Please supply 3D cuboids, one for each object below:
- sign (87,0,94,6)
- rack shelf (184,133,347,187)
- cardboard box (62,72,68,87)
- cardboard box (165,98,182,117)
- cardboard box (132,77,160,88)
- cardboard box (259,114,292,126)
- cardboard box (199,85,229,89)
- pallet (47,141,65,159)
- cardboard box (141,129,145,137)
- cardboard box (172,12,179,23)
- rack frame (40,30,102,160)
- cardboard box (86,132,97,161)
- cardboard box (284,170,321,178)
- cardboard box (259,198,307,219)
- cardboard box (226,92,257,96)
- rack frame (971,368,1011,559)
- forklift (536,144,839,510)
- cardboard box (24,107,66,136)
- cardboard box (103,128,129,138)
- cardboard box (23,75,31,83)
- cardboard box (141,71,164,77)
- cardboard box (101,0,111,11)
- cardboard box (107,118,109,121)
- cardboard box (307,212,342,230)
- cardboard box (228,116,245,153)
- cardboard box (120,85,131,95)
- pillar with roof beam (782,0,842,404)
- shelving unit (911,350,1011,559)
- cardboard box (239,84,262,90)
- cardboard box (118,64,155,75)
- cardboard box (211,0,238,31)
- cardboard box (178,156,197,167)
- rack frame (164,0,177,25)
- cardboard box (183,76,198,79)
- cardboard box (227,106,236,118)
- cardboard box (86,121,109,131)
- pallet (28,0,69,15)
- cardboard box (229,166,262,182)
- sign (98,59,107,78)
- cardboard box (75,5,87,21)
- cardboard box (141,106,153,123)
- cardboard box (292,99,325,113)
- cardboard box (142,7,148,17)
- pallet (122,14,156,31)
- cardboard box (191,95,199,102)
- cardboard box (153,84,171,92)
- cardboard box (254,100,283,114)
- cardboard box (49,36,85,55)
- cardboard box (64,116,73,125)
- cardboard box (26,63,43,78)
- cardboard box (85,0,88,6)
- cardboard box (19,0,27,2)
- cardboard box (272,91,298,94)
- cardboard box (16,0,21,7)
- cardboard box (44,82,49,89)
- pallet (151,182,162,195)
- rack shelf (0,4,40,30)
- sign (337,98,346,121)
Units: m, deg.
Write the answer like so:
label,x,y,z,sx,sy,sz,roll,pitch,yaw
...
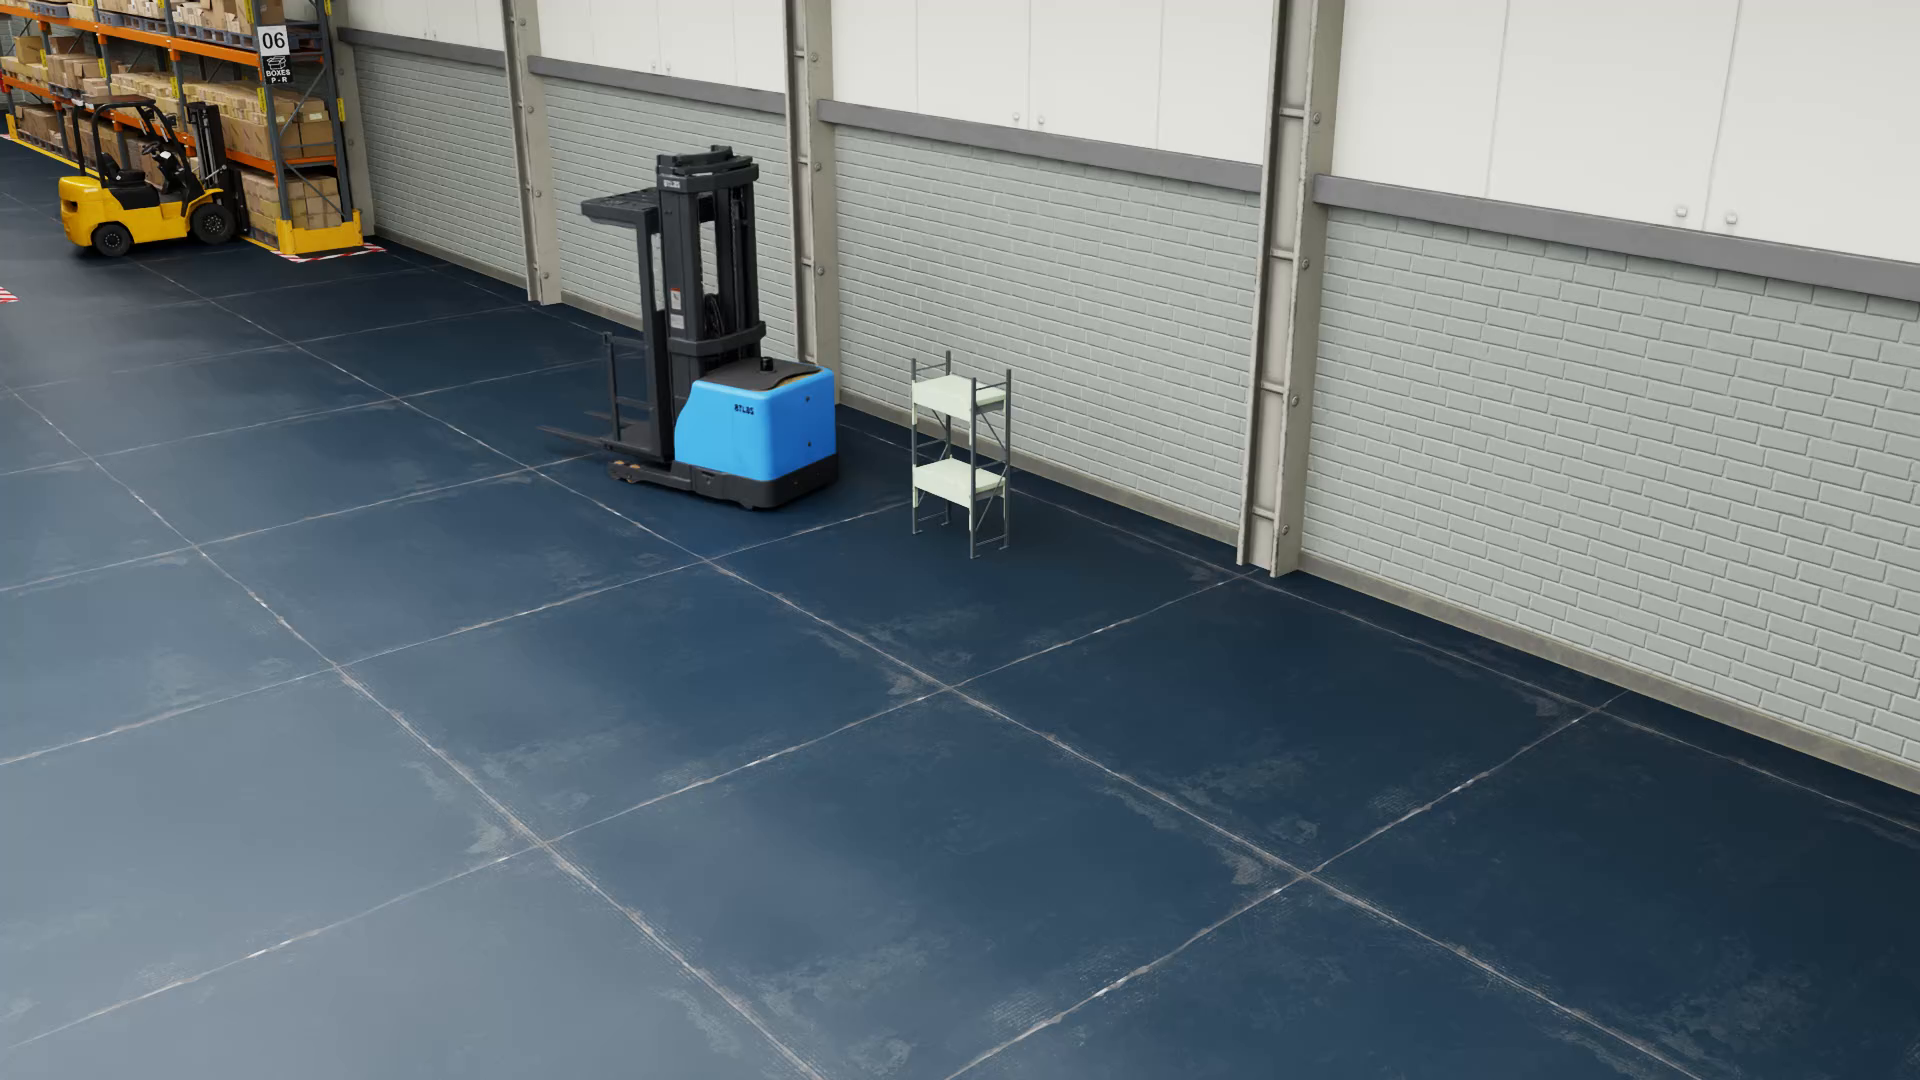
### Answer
label,x,y,z,sx,sy,sz,roll,pitch,yaw
sign,-15.170,-9.478,28.975,0.100,0.325,0.005,-17,27,-37
rack shelf,-10.841,-5.977,25.844,1.077,0.370,4.000,-17,27,-37
cardboard box,-16.752,-8.733,31.501,0.396,0.266,0.258,-16,26,-35
cardboard box,-12.660,-7.102,27.250,0.500,0.250,0.500,-18,28,-39
cardboard box,-14.043,-7.890,28.715,0.380,0.149,0.250,-17,27,-37
cardboard box,-9.974,-6.137,24.239,0.380,0.149,0.250,-17,27,-37
cardboard box,-11.750,-7.074,26.223,0.380,0.149,0.250,-18,28,-38
pallet,-17.816,-7.966,33.760,1.003,0.211,1.213,-17,27,-37
cardboard box,-15.015,-7.601,30.967,0.380,0.149,0.250,-16,27,-36
cardboard box,-12.083,-8.190,26.026,0.380,0.149,0.250,-17,27,-36
rack frame,-17.368,-9.075,32.766,1.000,3.000,0.127,-17,27,-37
cardboard box,-16.212,-7.491,31.574,0.500,0.500,0.500,-19,28,-39
cardboard box,-10.034,-5.455,25.349,0.500,0.250,0.500,-17,27,-37
cardboard box,-10.090,-4.967,24.789,0.500,0.250,0.500,-18,28,-38
cardboard box,-10.934,-6.718,25.314,0.380,0.149,0.250,-17,27,-37
rack frame,0.243,-0.595,13.174,0.400,1.500,0.023,-17,27,-37
forklift,-2.600,-2.022,14.854,3.031,2.935,1.130,14,25,31
cardboard box,-19.123,-8.775,34.852,0.700,0.500,0.500,-16,27,-35
cardboard box,-15.612,-7.531,30.787,0.380,0.149,0.250,-19,28,-39
cardboard box,-18.982,-9.471,34.123,0.380,0.149,0.250,-17,27,-36
cardboard box,-14.392,-8.277,29.702,0.380,0.149,0.250,-16,27,-36
cardboard box,-14.469,-9.397,28.626,0.500,0.500,0.500,-17,27,-37
cardboard box,-16.381,-8.174,32.430,0.380,0.149,0.250,-19,28,-40
cardboard box,-9.708,-4.857,25.192,0.500,0.250,0.500,-17,27,-37
cardboard box,-10.722,-6.166,25.204,0.500,0.500,0.500,-18,28,-38
cardboard box,-14.327,-7.813,29.066,0.500,0.250,0.500,-16,27,-36
pillar with roof beam,-4.735,-4.619,13.165,9.100,9.000,0.400,-17,27,-37
shelving unit,0.004,-0.697,13.432,0.431,1.500,0.755,-17,27,-37
cardboard box,-11.183,-7.132,26.372,0.380,0.149,0.250,-18,28,-38
cardboard box,-14.975,-8.391,30.308,0.500,0.500,0.500,-16,26,-35
cardboard box,-10.602,-7.816,24.589,0.700,0.500,0.500,-17,27,-37
cardboard box,-12.495,-6.096,27.841,0.875,0.625,0.625,-16,26,-35
rack frame,-12.146,-9.658,26.029,1.000,3.000,0.127,-17,27,-37
cardboard box,-13.462,-7.954,28.878,0.380,0.149,0.250,-18,28,-38
cardboard box,-10.830,-6.486,25.129,0.380,0.149,0.250,-17,27,-37
cardboard box,-16.436,-7.900,31.730,0.380,0.149,0.250,-16,27,-36
pallet,-16.996,-10.187,31.751,1.213,0.211,1.003,-17,27,-37
cardboard box,-11.072,-5.612,25.748,0.500,0.250,0.500,-18,28,-38
sign,-15.162,-8.340,29.412,0.100,0.325,0.005,-17,27,-37
cardboard box,-15.605,-9.519,29.994,0.500,0.250,0.500,-17,27,-37
cardboard box,-13.649,-7.295,28.427,0.500,0.250,0.500,-16,27,-36
cardboard box,-9.593,-6.390,24.478,0.380,0.149,0.250,-18,28,-38
cardboard box,-13.094,-8.618,27.118,0.380,0.149,0.250,-18,27,-38
pallet,-13.514,-8.804,28.221,1.003,0.211,1.213,-16,26,-35
cardboard box,-11.967,-6.991,26.420,0.380,0.149,0.250,-17,27,-36
cardboard box,-13.235,-7.530,27.796,0.380,0.149,0.250,-18,28,-39
cardboard box,-10.113,-6.356,24.391,0.380,0.149,0.250,-17,27,-37
cardboard box,-18.139,-9.967,33.815,0.500,0.500,0.500,-18,28,-39
cardboard box,-17.336,-8.246,32.613,0.380,0.149,0.250,-16,26,-35
cardboard box,-18.539,-9.502,33.655,0.500,0.250,0.500,-18,27,-38
cardboard box,-15.478,-9.678,29.852,0.380,0.149,0.250,-17,27,-36
cardboard box,-18.220,-10.755,32.741,0.500,0.250,0.500,-19,28,-39
cardboard box,-10.359,-6.775,25.460,0.380,0.149,0.250,-18,28,-39
cardboard box,-18.631,-10.746,33.265,0.380,0.149,0.250,-17,27,-37
cardboard box,-17.954,-9.053,33.054,0.380,0.149,0.250,-17,27,-36
pallet,-13.457,-6.098,28.989,1.003,0.211,1.213,-17,27,-37
rack shelf,-18.674,-10.689,33.761,1.077,0.370,4.000,-17,27,-37
sign,-9.111,-6.330,24.462,0.100,0.325,0.005,-17,27,-37
